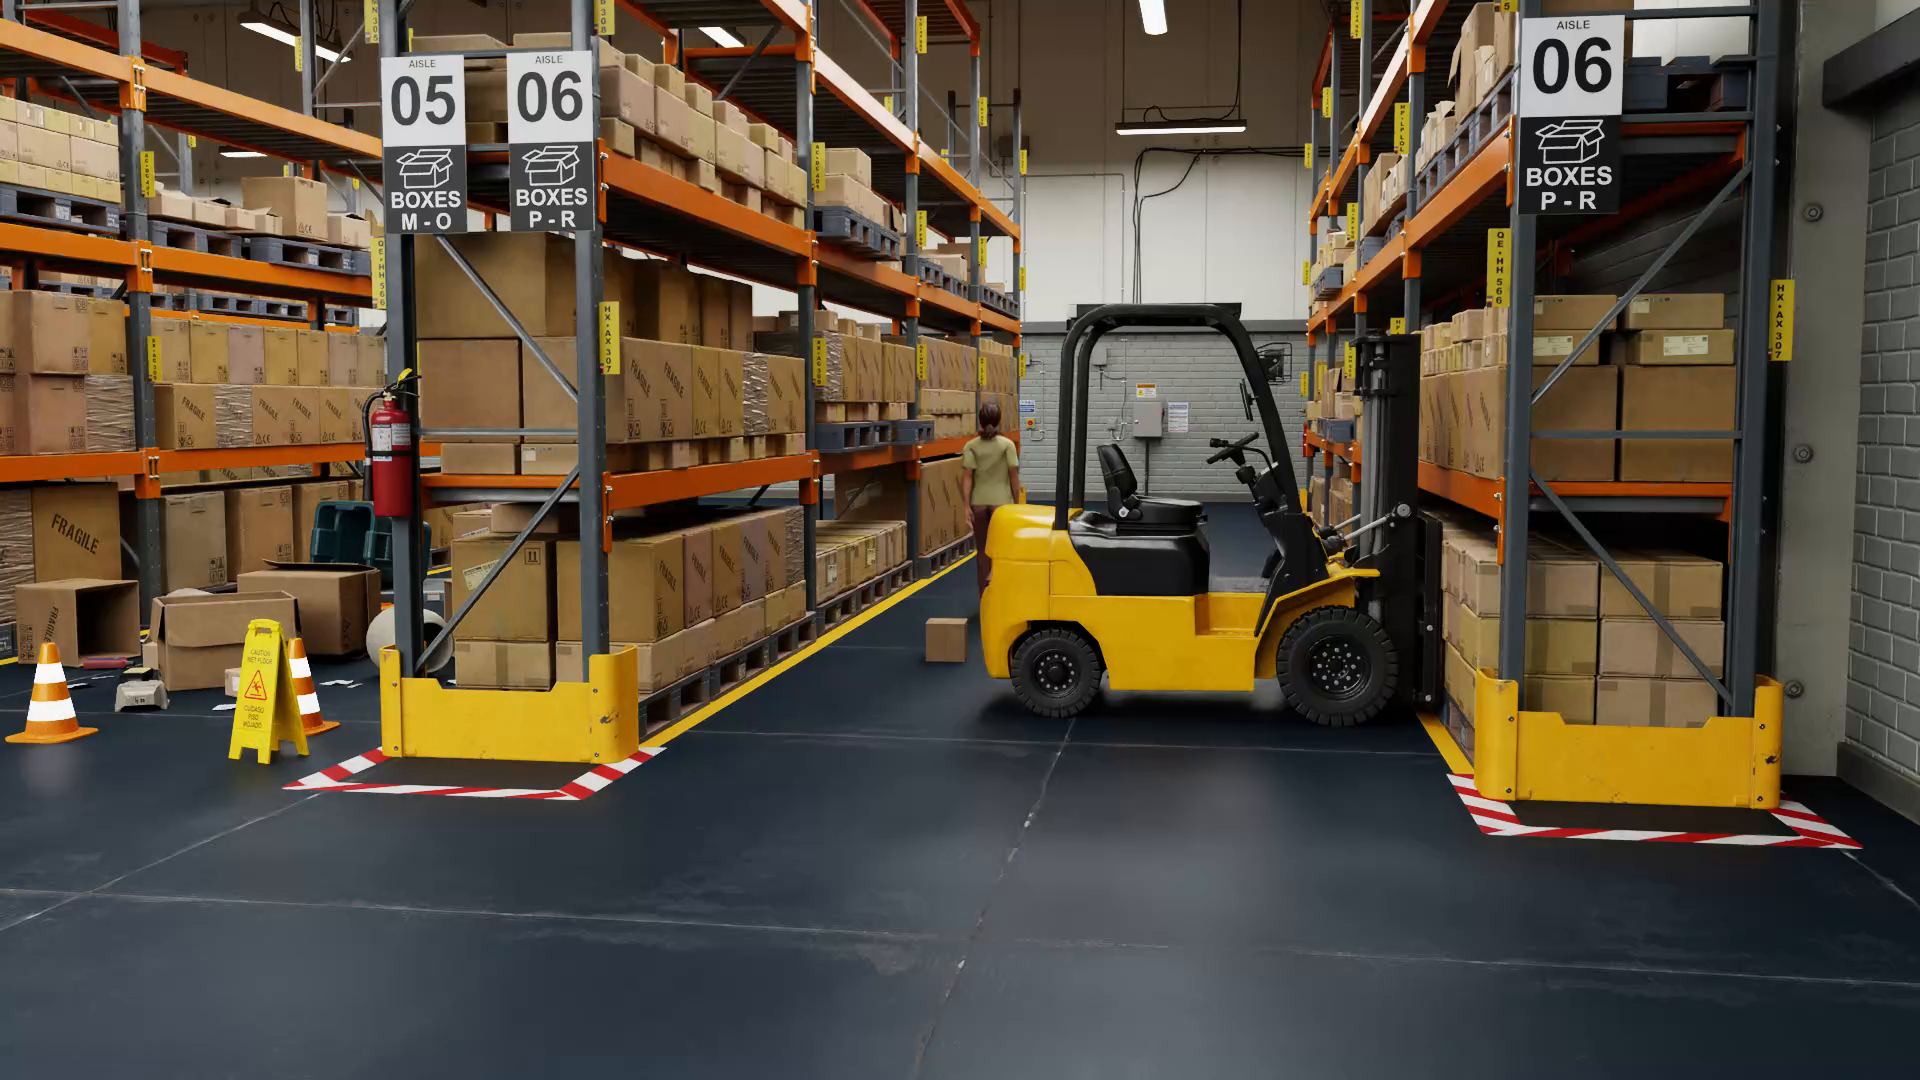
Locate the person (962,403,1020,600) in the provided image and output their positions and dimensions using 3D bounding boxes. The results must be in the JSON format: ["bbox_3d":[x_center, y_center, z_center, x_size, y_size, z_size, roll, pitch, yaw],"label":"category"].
[{"bbox_3d":[0.239,-0.251,12.920,0.440,1.630,0.926,1,5,10],"label":"person"}]
